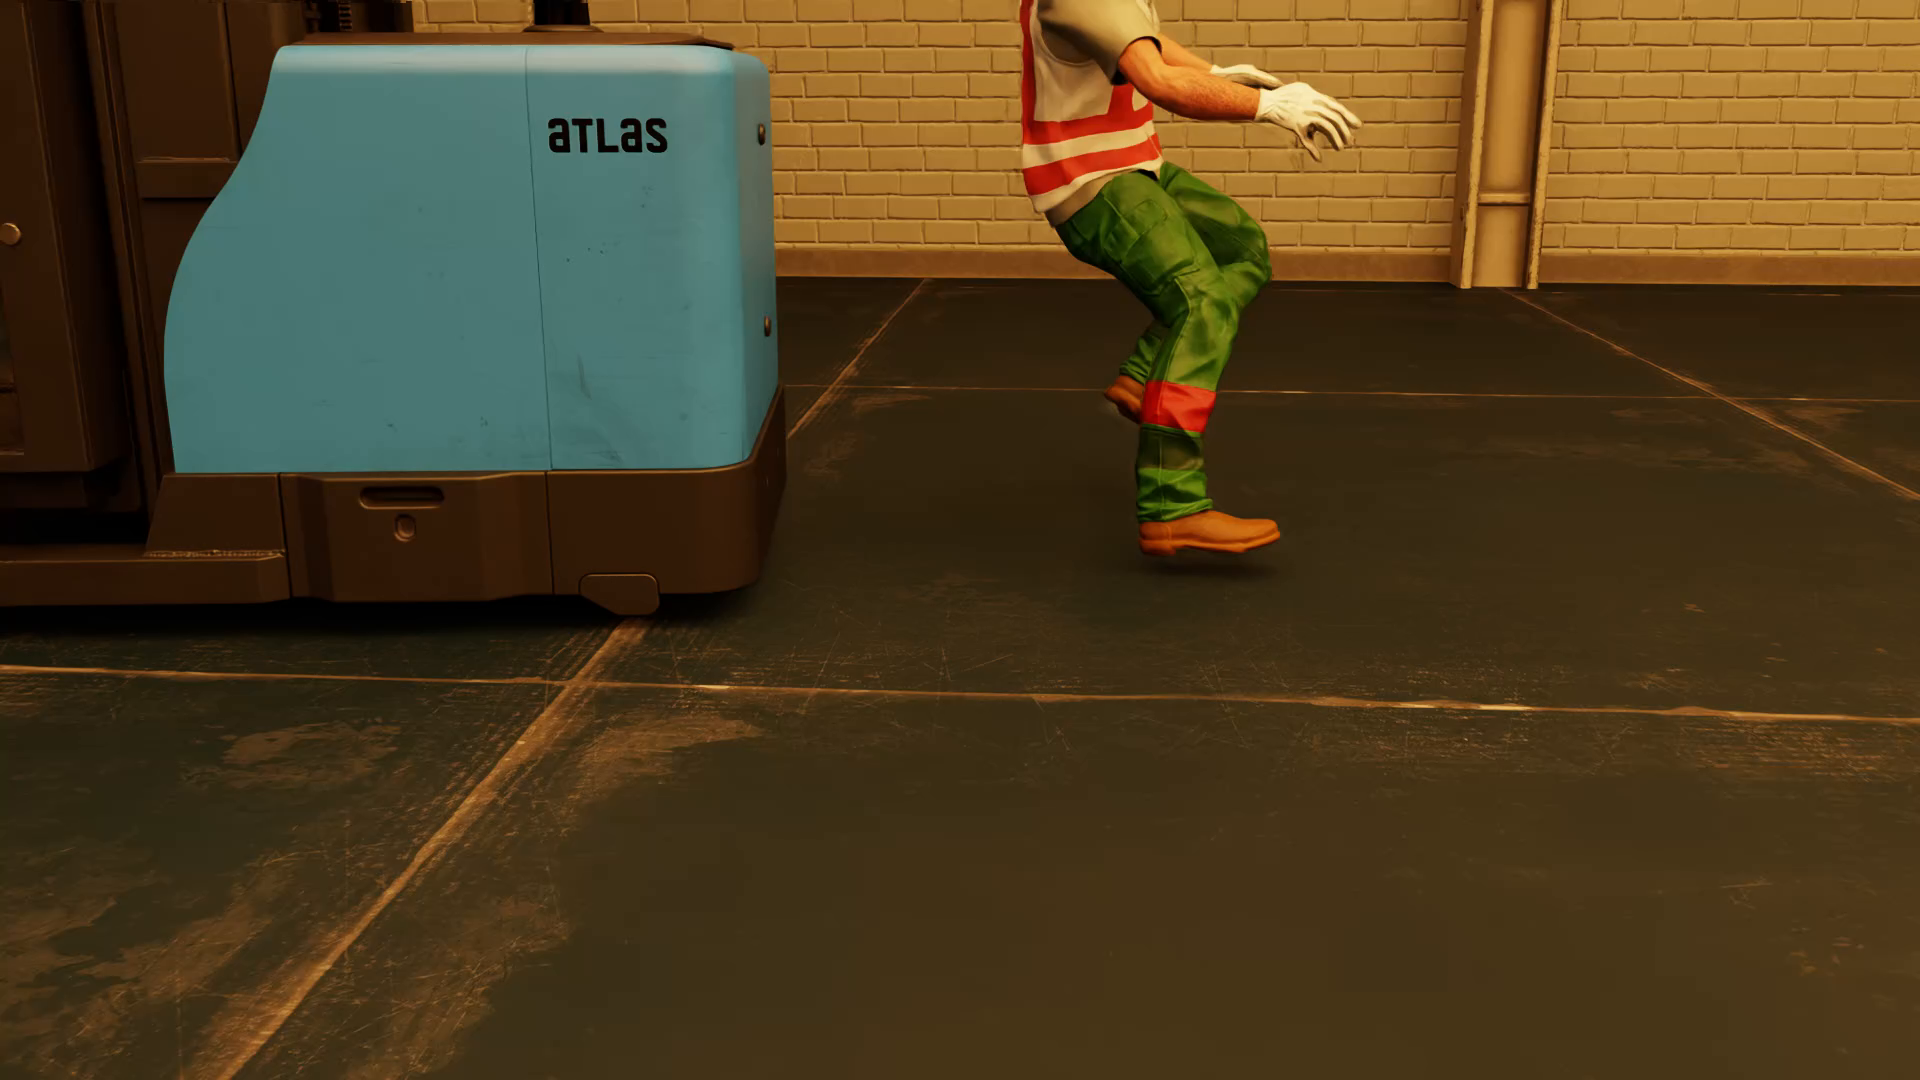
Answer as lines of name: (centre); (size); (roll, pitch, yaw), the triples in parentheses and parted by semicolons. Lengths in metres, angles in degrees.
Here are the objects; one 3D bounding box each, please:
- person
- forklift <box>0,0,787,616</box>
person: (0.508, -0.837, 3.748); (0.763, 1.580, 0.890); (4, 16, 13)
forklift: (-1.924, -1.366, 3.252); (3.031, 2.935, 1.130); (-1, 15, -2)
